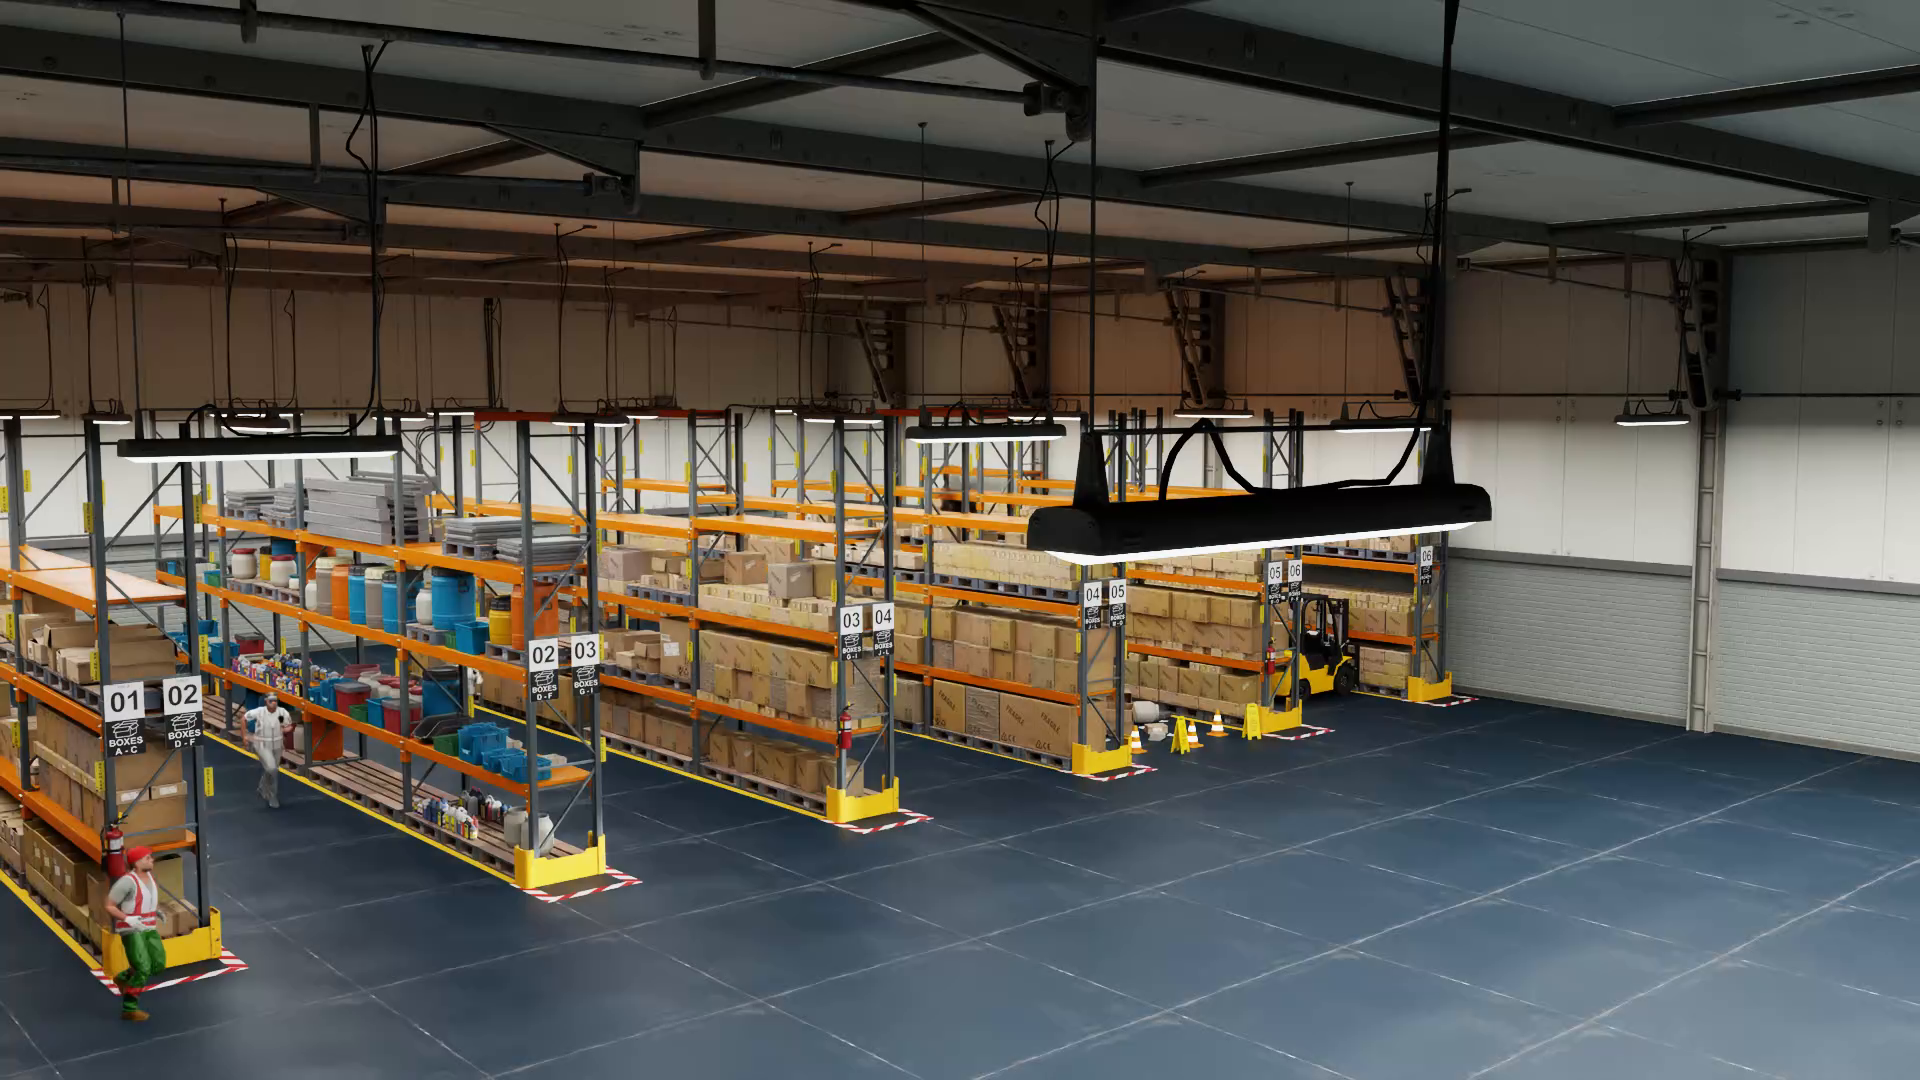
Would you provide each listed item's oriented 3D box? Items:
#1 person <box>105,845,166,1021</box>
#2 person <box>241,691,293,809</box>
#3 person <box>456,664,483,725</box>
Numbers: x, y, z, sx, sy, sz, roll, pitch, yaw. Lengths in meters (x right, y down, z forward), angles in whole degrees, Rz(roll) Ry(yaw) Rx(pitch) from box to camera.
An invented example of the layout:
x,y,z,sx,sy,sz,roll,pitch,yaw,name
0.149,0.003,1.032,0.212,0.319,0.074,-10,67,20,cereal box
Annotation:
x,y,z,sx,sy,sz,roll,pitch,yaw,name
-8.462,3.989,17.071,0.580,1.705,0.668,1,5,12,person
-10.652,3.214,25.630,0.687,1.827,0.858,-5,7,-43,person
-9.016,2.844,30.240,0.827,1.725,0.636,5,7,44,person
